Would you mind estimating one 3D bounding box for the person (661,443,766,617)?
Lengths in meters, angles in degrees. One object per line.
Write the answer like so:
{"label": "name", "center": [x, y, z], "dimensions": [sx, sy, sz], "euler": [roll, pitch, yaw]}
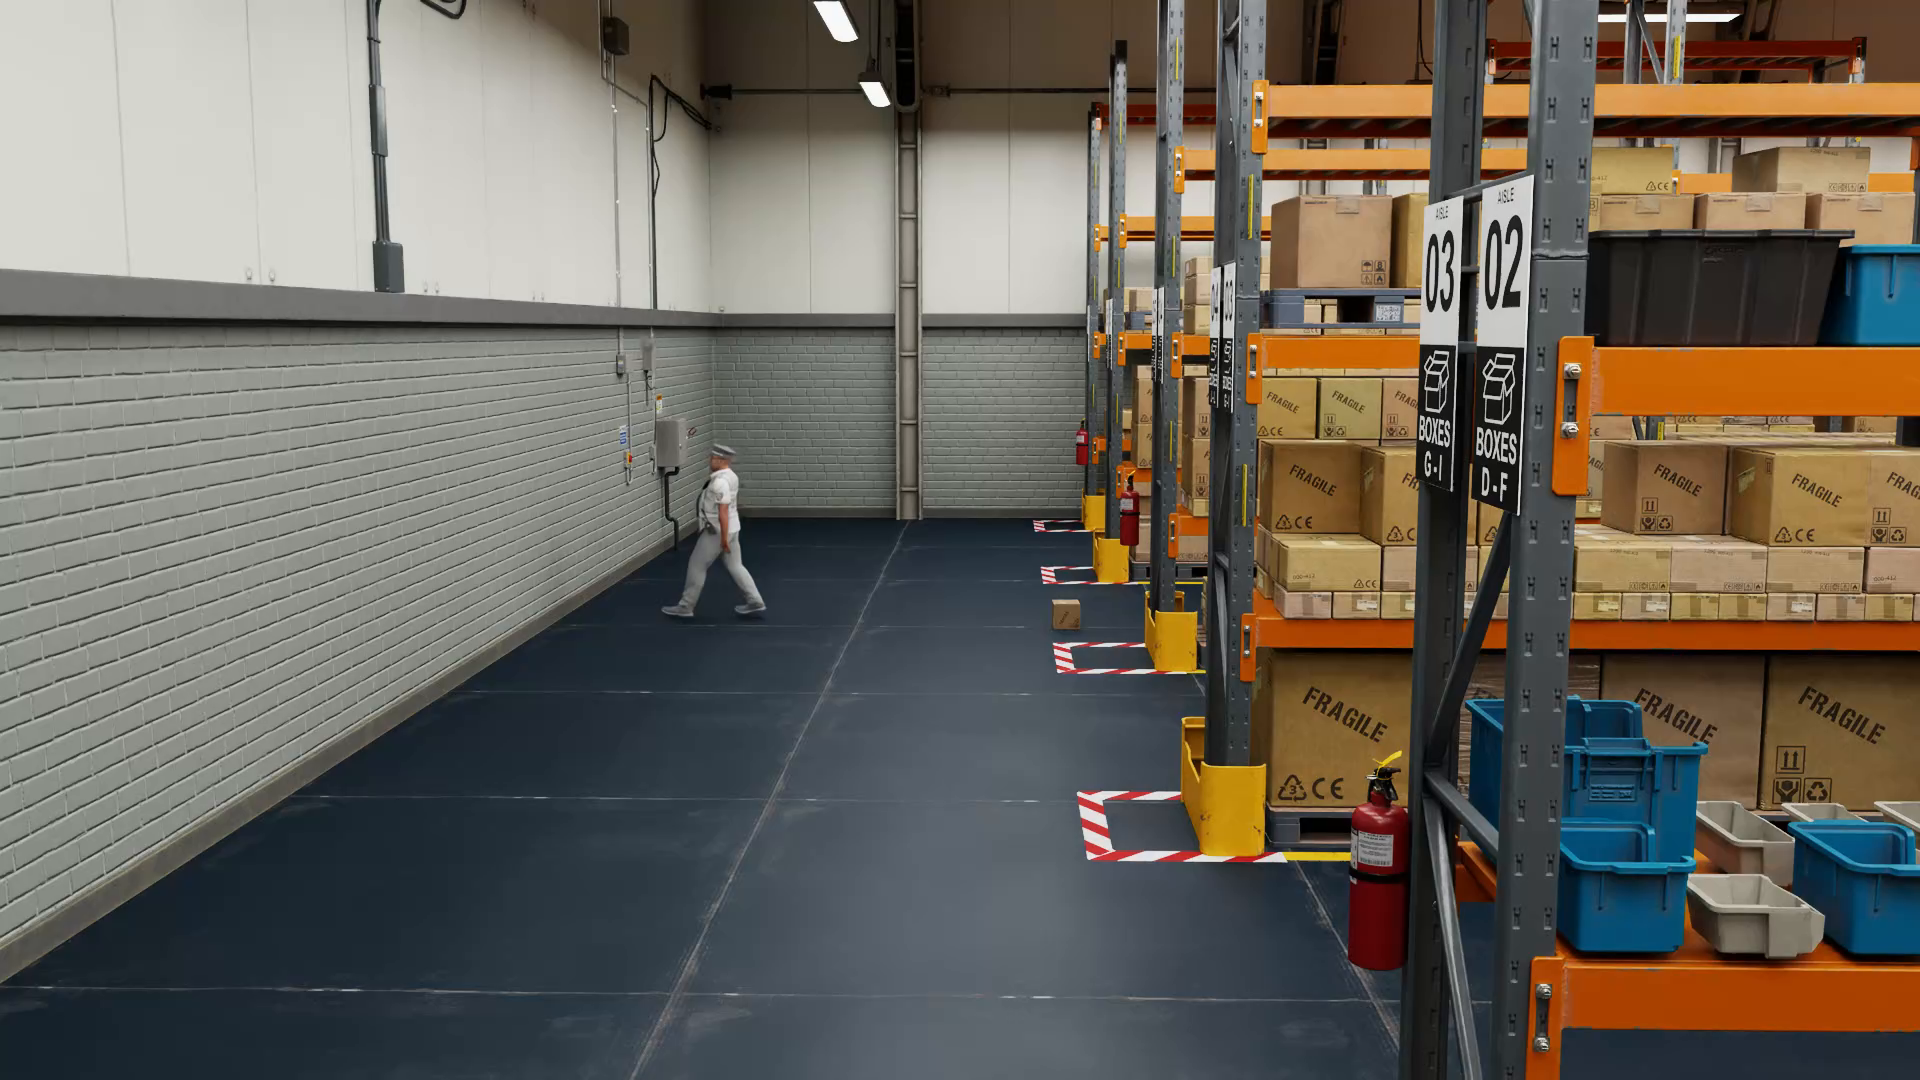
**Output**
{"label": "person", "center": [-2.443, -0.107, 16.479], "dimensions": [1.013, 1.717, 0.548], "euler": [1, 7, 10]}
